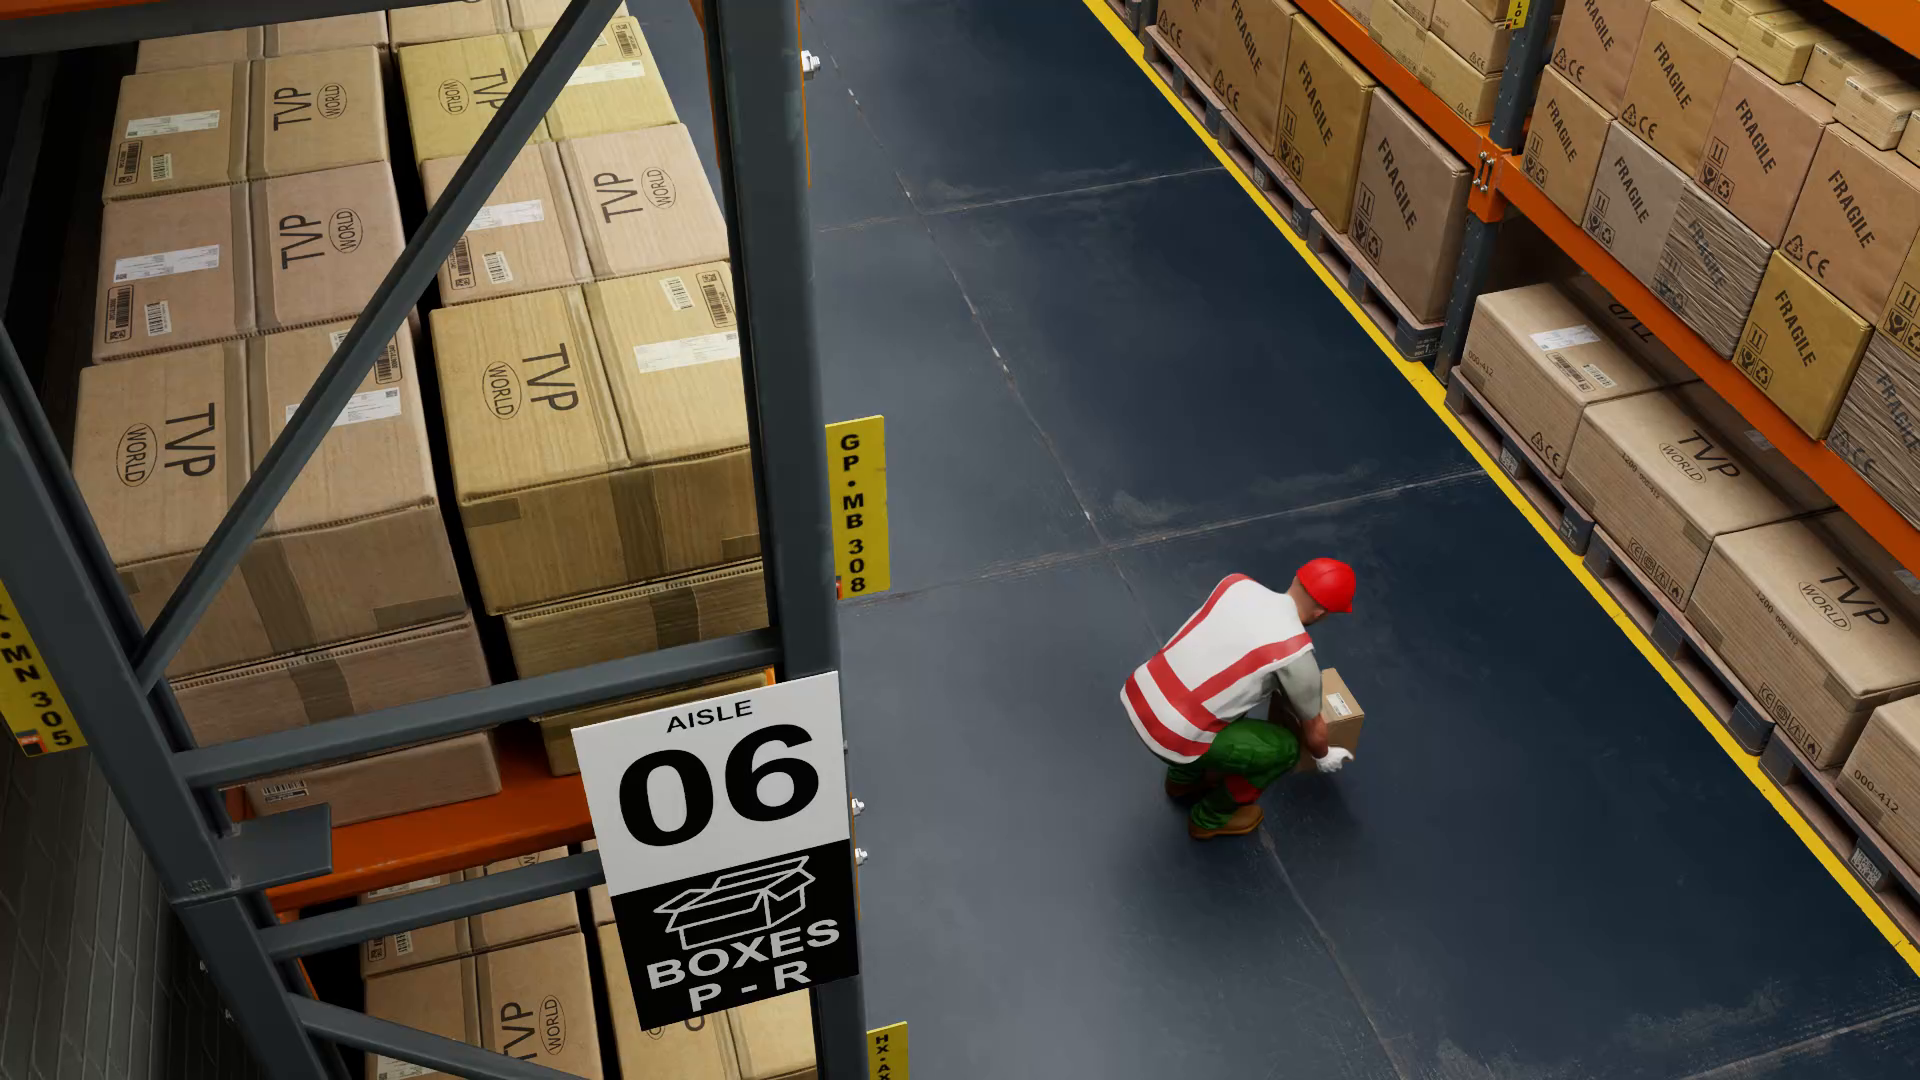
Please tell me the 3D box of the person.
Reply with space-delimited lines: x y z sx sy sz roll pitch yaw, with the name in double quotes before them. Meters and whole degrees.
"person" 0.994 0.565 6.035 0.857 1.094 0.576 -12 43 -13
